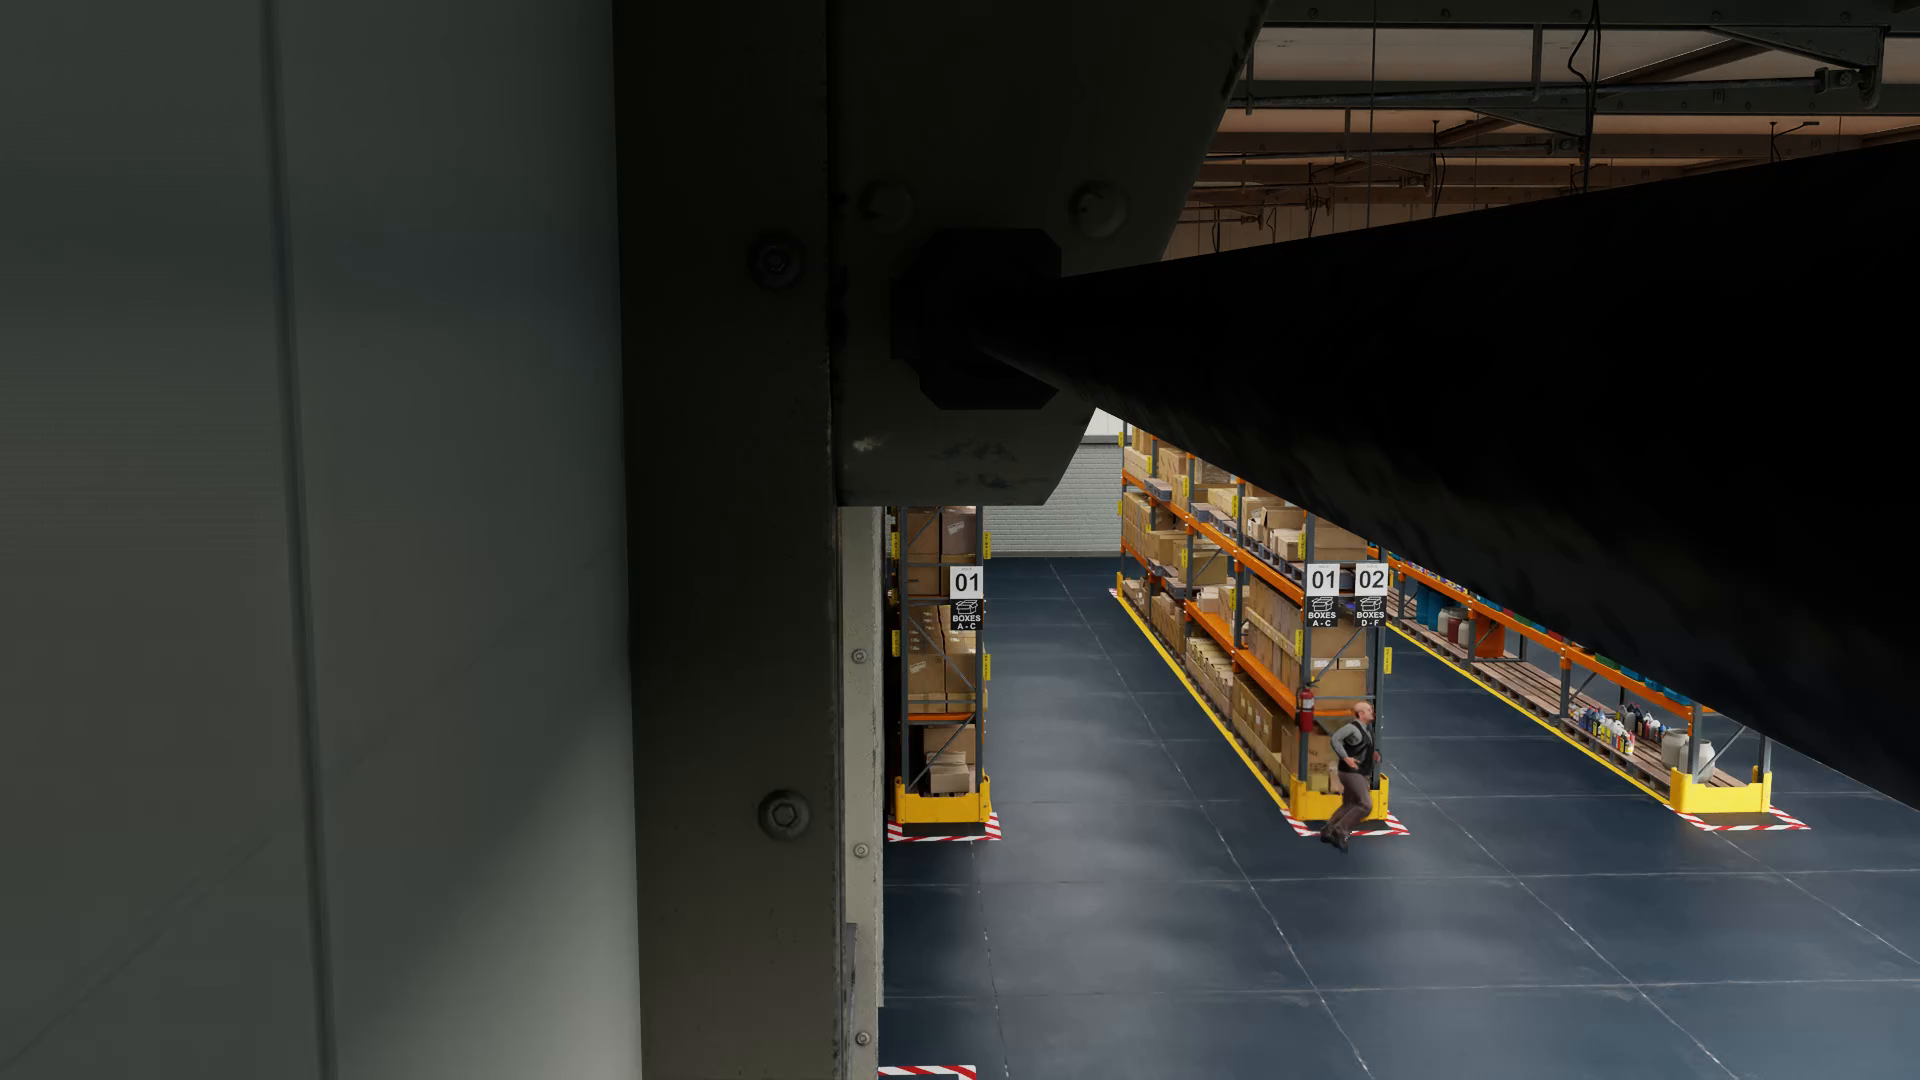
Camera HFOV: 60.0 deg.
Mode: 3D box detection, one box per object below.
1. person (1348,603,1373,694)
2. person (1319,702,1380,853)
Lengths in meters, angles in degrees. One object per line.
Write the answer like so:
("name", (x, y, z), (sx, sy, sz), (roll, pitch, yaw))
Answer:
("person", (6.563, 1.639, 27.389), (0.575, 1.657, 0.909), (-2, 8, -12))
("person", (4.531, 2.712, 19.200), (0.626, 1.680, 0.714), (5, 9, 29))
